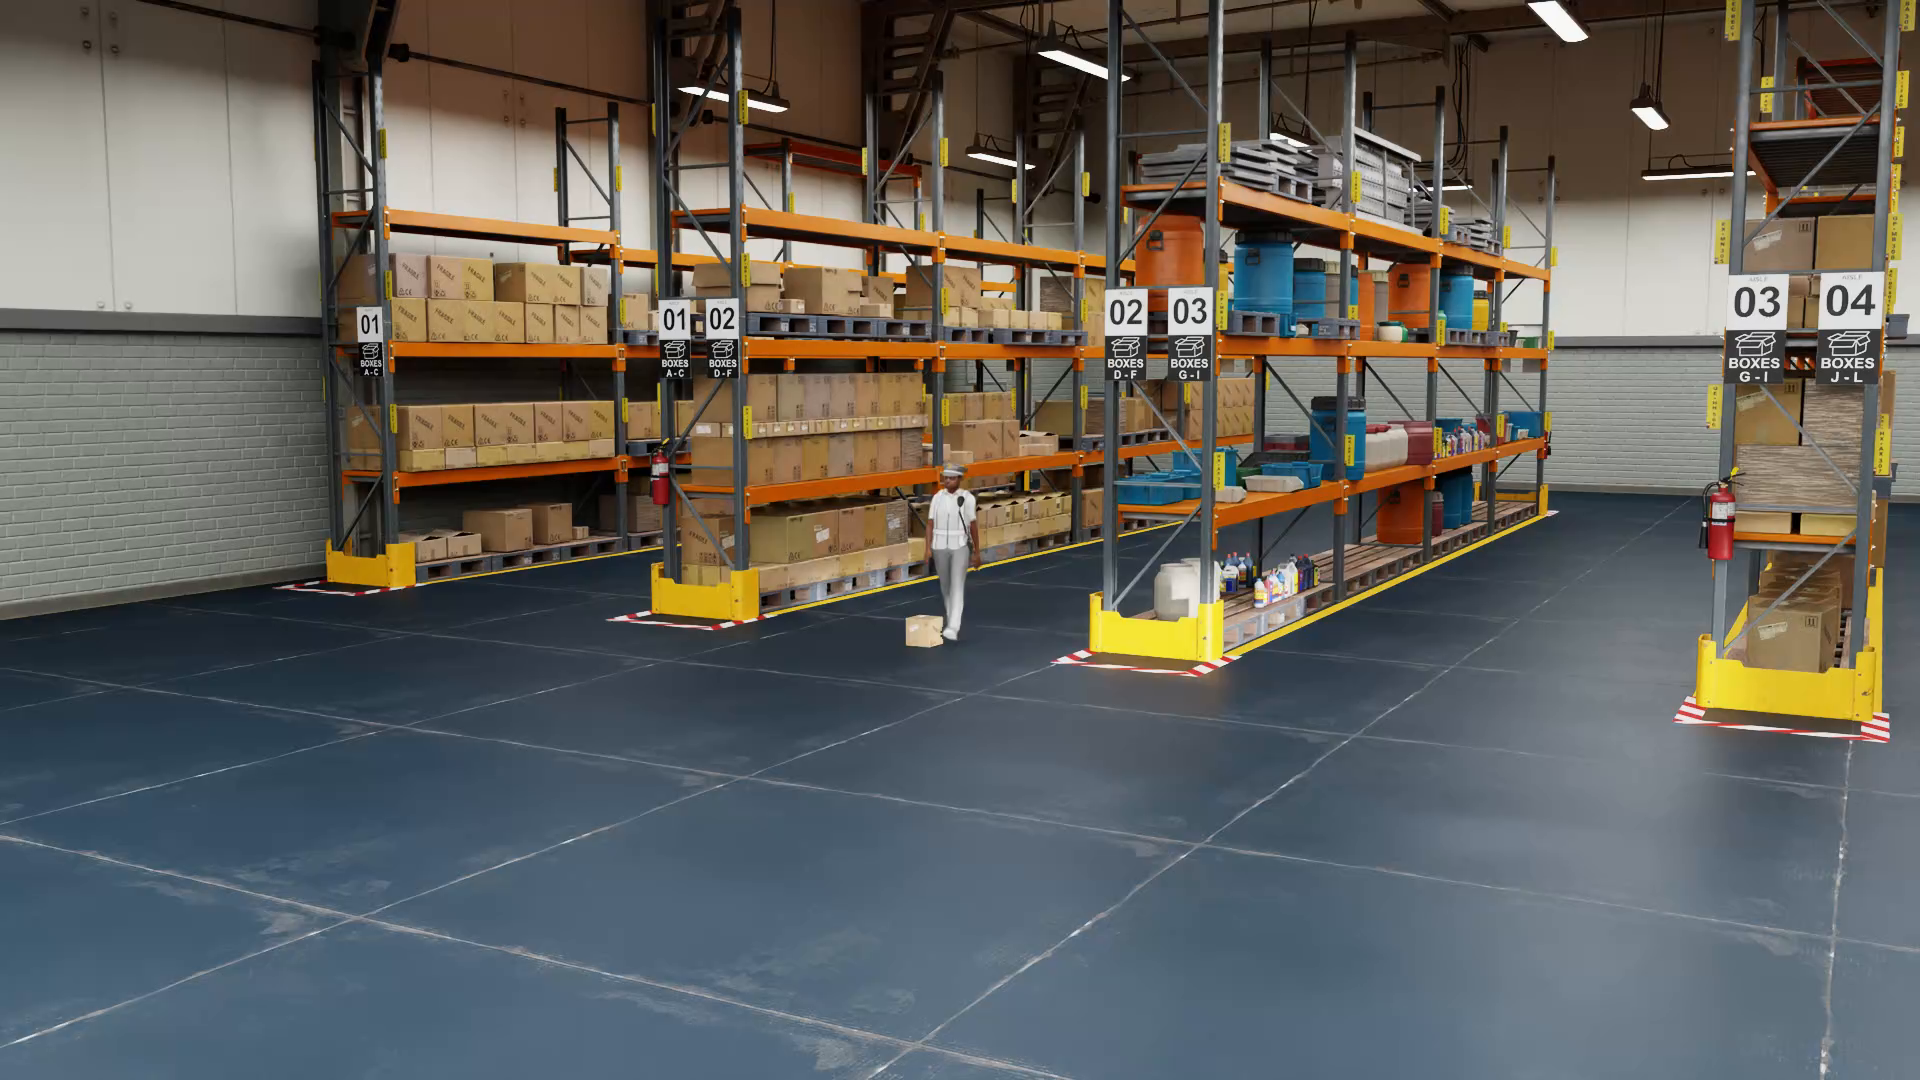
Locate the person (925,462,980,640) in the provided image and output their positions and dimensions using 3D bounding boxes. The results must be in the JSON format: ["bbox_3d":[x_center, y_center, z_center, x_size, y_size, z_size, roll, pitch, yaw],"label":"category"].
[{"bbox_3d":[-0.103,0.094,15.466,0.472,1.628,0.950,2,6,18],"label":"person"}]
